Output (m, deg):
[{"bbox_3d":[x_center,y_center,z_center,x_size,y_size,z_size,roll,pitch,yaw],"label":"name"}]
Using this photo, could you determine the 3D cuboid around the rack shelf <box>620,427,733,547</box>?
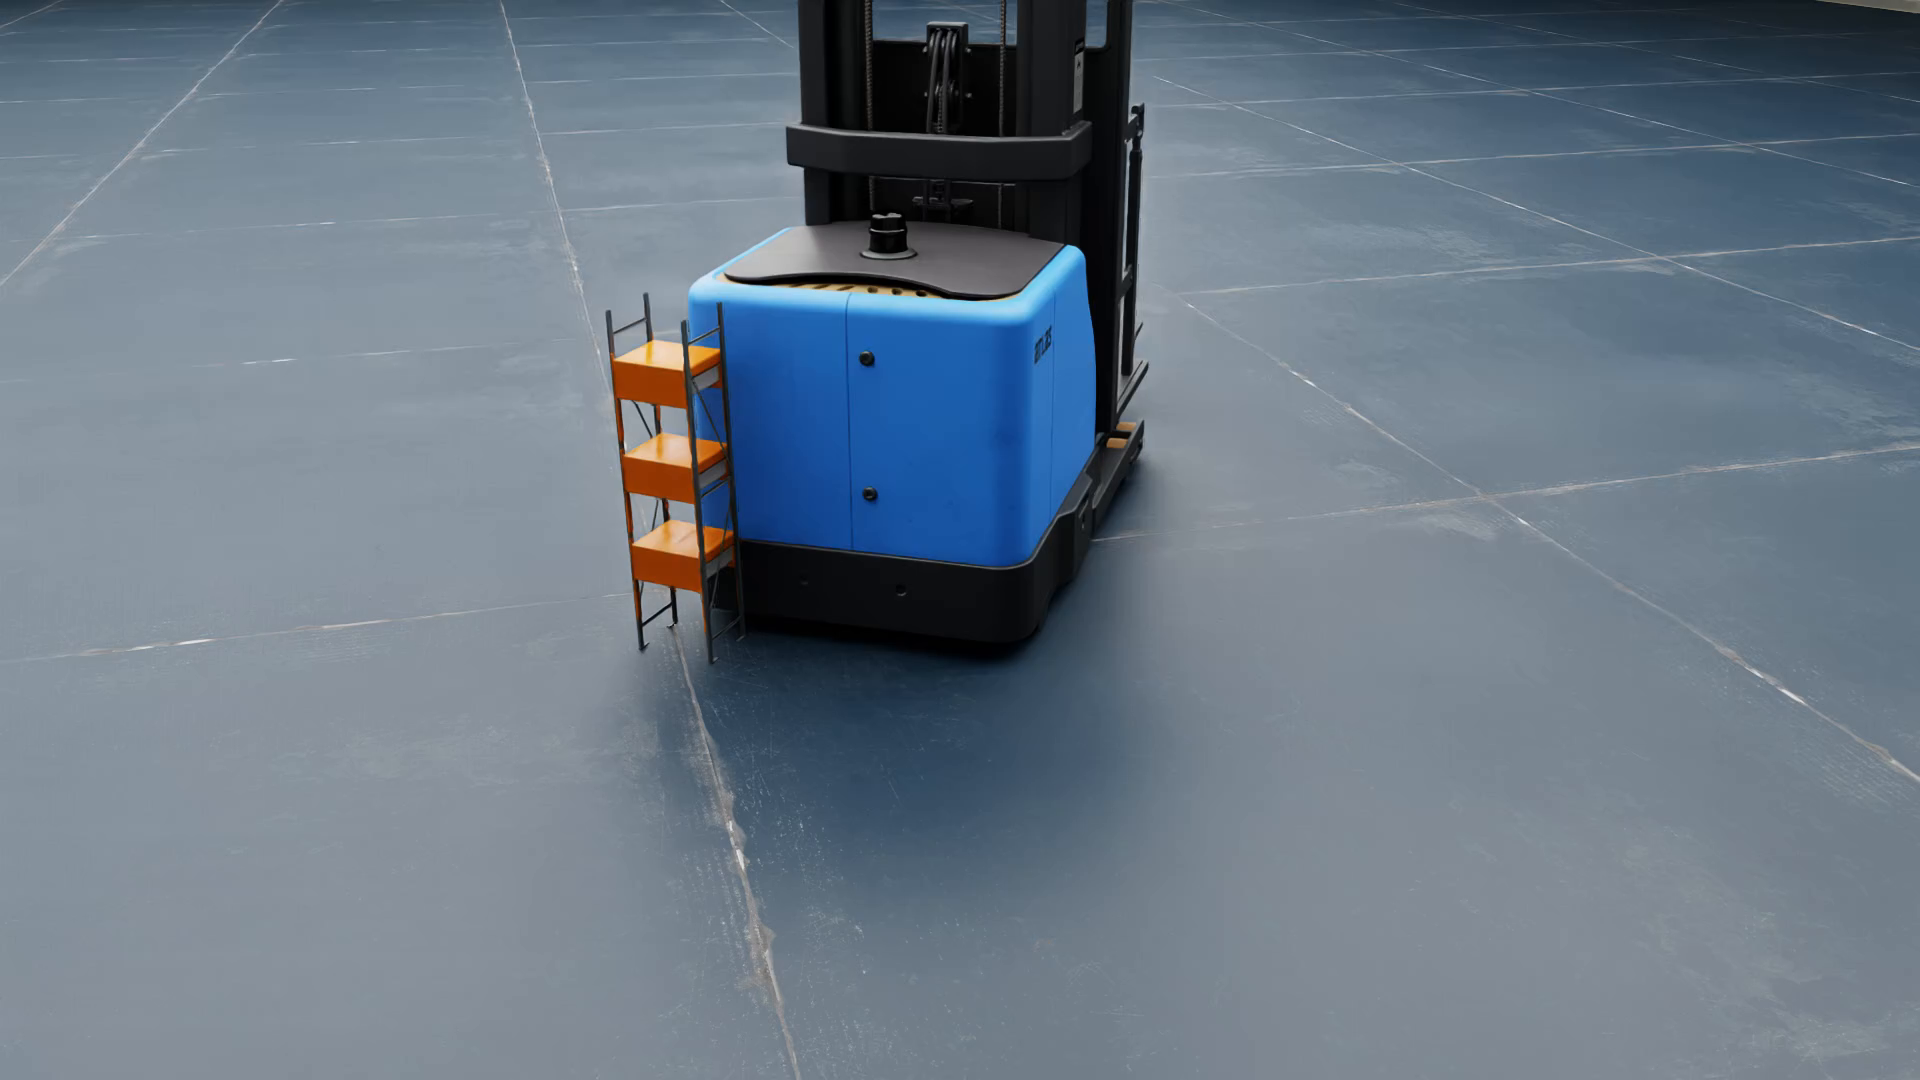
[{"bbox_3d":[-0.810,-0.157,4.805,0.240,0.259,0.215,10,27,22],"label":"rack shelf"}]

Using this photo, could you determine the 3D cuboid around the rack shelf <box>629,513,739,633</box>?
[{"bbox_3d":[-0.808,0.096,4.920,0.240,0.259,0.215,10,27,22],"label":"rack shelf"}]

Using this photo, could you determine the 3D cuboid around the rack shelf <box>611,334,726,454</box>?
[{"bbox_3d":[-0.813,-0.415,4.688,0.240,0.259,0.215,10,27,22],"label":"rack shelf"}]

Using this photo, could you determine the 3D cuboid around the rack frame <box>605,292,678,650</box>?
[{"bbox_3d":[-0.922,-0.186,4.847,0.008,1.050,0.200,10,27,22],"label":"rack frame"}]

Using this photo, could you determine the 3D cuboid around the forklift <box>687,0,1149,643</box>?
[{"bbox_3d":[0.087,-1.599,5.758,1.130,2.935,3.031,6,24,14],"label":"forklift"}]

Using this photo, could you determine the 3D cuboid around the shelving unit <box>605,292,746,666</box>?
[{"bbox_3d":[-0.811,-0.167,4.800,0.252,1.050,0.215,10,27,22],"label":"shelving unit"}]

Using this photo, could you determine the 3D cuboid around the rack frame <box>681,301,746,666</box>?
[{"bbox_3d":[-0.699,-0.147,4.754,0.008,1.050,0.200,10,27,22],"label":"rack frame"}]
